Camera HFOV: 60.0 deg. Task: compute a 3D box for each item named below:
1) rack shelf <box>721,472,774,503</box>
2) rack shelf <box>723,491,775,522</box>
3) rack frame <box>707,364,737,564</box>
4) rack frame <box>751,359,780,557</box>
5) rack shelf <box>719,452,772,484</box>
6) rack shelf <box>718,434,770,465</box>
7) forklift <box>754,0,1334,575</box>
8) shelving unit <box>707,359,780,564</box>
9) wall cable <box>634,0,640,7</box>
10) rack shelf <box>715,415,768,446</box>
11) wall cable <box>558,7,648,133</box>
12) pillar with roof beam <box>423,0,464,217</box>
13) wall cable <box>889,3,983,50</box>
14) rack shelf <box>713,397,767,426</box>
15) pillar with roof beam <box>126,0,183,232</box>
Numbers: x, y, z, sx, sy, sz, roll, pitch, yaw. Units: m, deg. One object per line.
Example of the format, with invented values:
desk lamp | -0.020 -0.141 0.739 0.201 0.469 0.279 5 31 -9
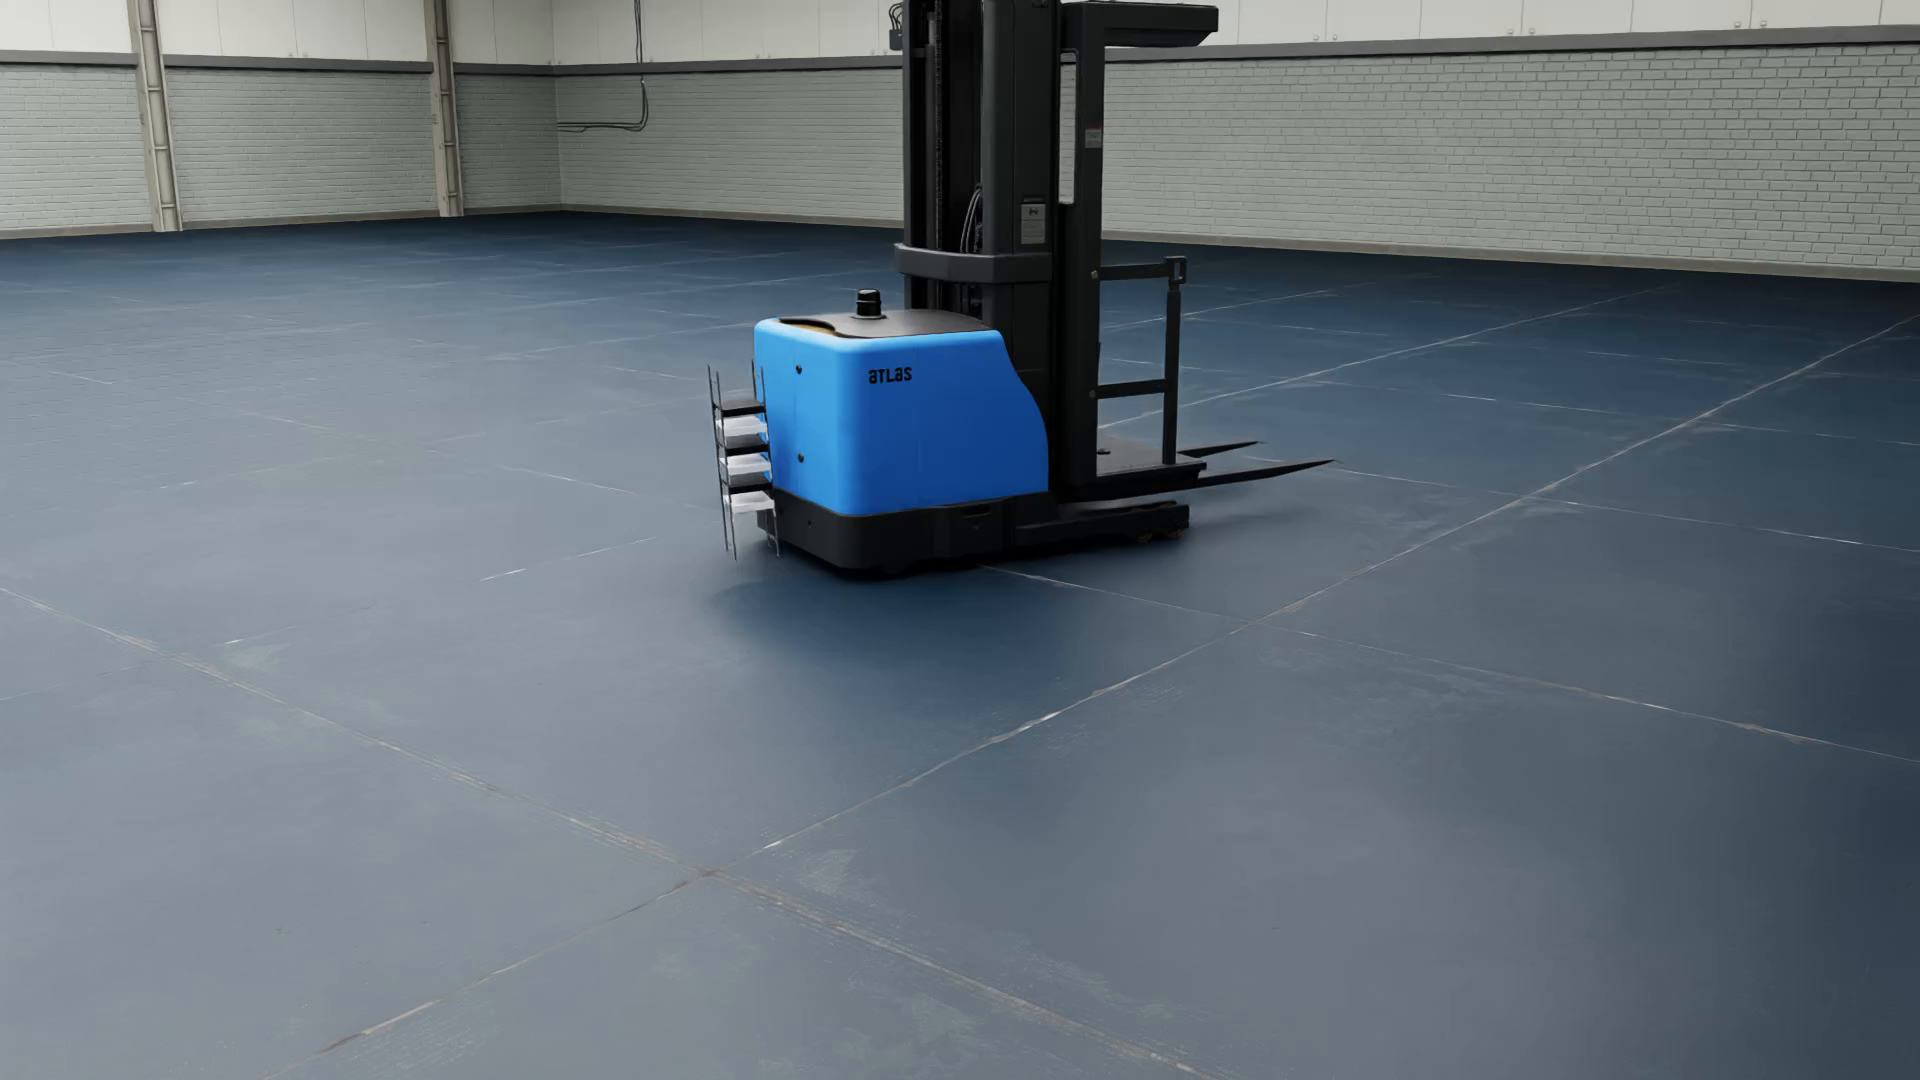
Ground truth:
rack shelf | -0.995 -0.248 7.746 0.200 0.077 0.258 -8 16 -17
rack shelf | -0.989 -0.161 7.769 0.200 0.077 0.258 -8 16 -17
rack frame | -1.099 -0.352 7.684 0.006 0.900 0.240 -8 16 -17
rack frame | -0.906 -0.380 7.742 0.006 0.900 0.240 -8 16 -17
rack shelf | -1.000 -0.334 7.722 0.200 0.077 0.258 -8 16 -17
rack shelf | -1.006 -0.421 7.698 0.200 0.077 0.258 -8 16 -17
forklift | 0.538 -1.514 8.129 3.031 2.935 1.130 -8 16 -30
shelving unit | -1.002 -0.366 7.713 0.210 0.900 0.258 -8 16 -17
wall cable | -5.636 -12.007 33.160 3.097 2.526 0.112 11 18 38
rack shelf | -1.011 -0.508 7.674 0.200 0.077 0.258 -8 16 -17
wall cable | -7.740 -9.978 35.430 3.097 2.526 0.112 11 18 38
pillar with roof beam | -7.271 -10.457 31.010 9.100 9.000 0.400 11 18 38
wall cable | -0.366 -11.659 28.834 2.305 6.003 0.169 11 18 38
rack shelf | -1.016 -0.594 7.650 0.200 0.077 0.258 -8 16 -17
pillar with roof beam | -11.042 -9.308 26.487 9.100 9.000 0.400 11 18 38
